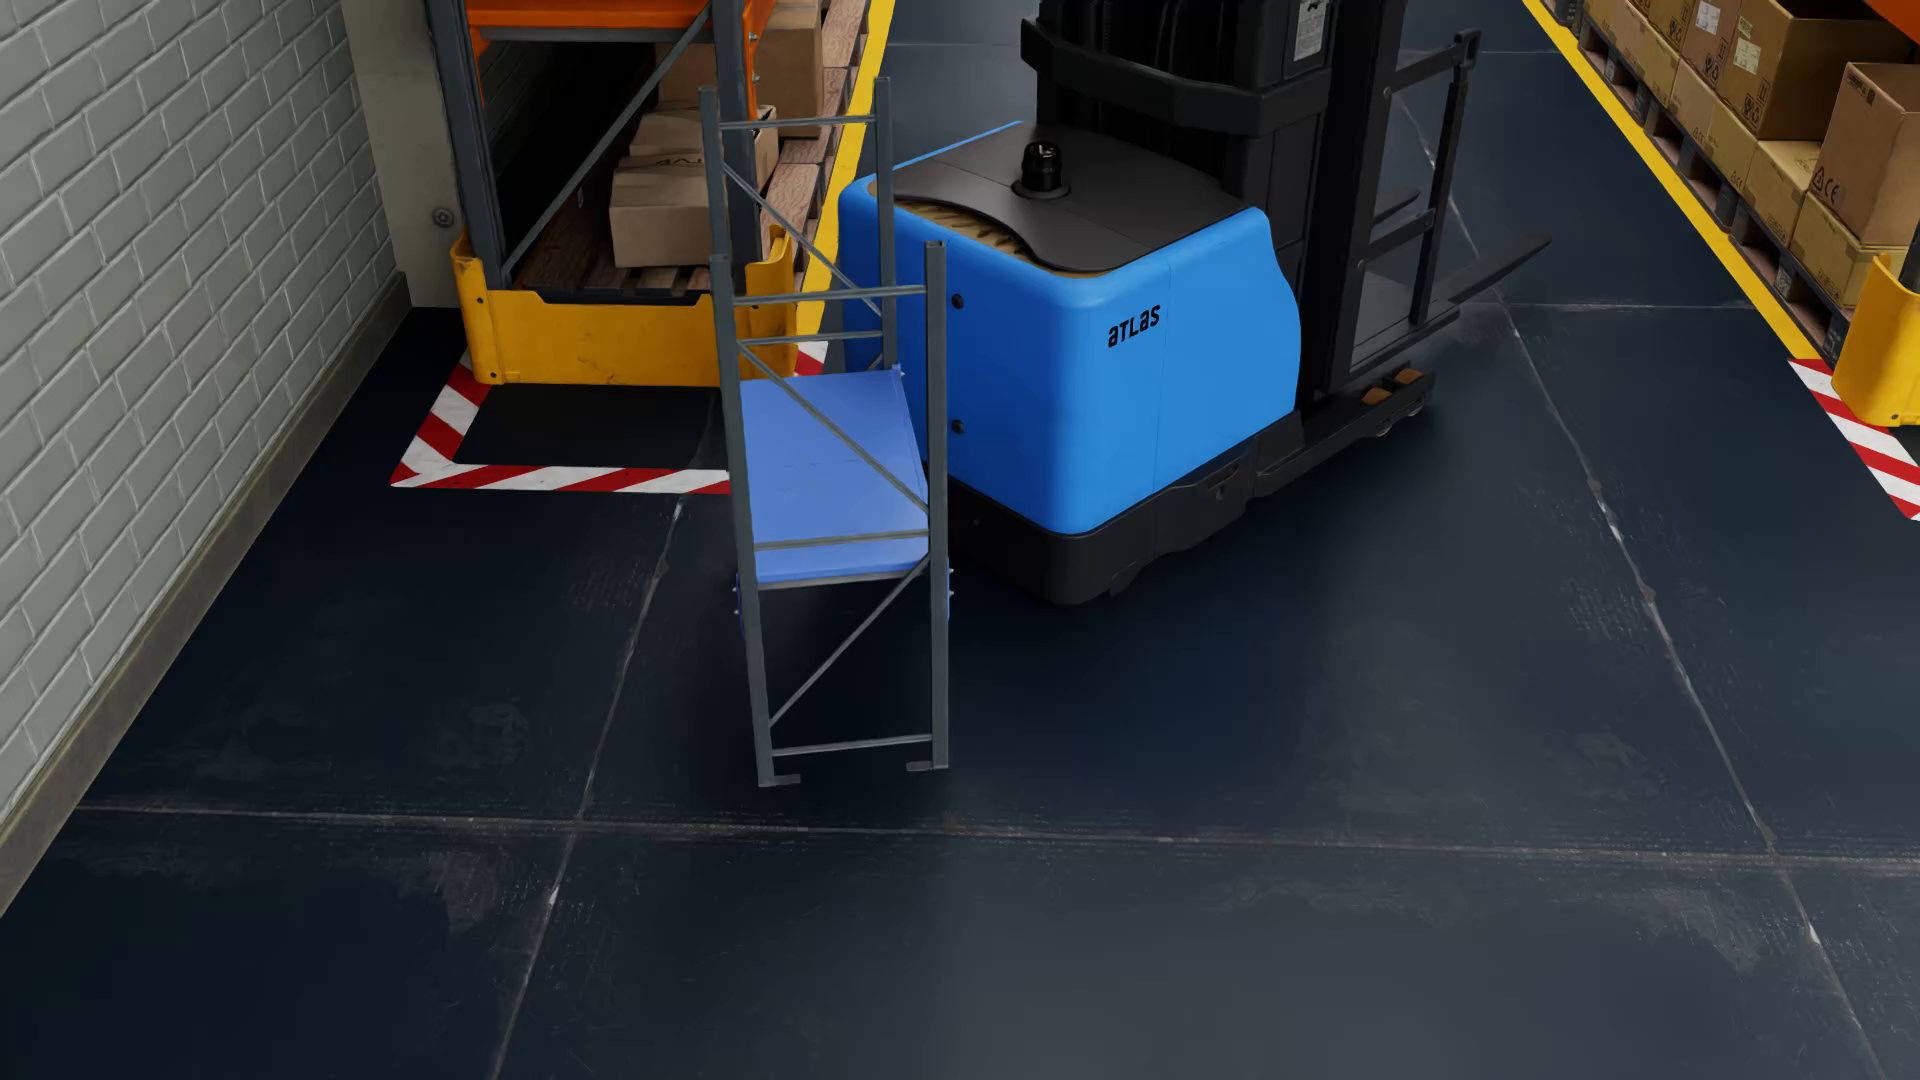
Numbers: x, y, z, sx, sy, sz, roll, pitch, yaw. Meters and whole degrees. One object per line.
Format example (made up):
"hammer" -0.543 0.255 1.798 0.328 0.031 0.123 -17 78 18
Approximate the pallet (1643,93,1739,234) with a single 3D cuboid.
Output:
"pallet" 3.791 -1.724 7.519 1.003 0.211 1.213 1 35 2

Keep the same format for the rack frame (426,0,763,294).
"rack frame" -1.200 -1.838 5.256 1.000 3.000 0.127 1 35 2

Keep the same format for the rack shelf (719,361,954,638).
"rack shelf" -0.355 -0.139 4.457 0.538 0.185 1.000 -5 35 -7

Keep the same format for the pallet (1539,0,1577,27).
"pallet" 3.901 -3.307 9.772 1.003 0.211 1.213 1 35 2

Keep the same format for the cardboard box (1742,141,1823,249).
"cardboard box" 3.484 -1.375 6.624 0.500 0.250 0.500 1 35 2

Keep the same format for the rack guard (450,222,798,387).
"rack guard" -1.197 -0.859 6.037 1.175 0.500 0.348 1 35 2

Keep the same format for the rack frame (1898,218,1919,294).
"rack frame" 3.750 -1.725 5.096 1.000 3.000 0.127 1 35 2

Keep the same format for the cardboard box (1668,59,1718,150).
"cardboard box" 3.524 -1.949 7.441 0.500 0.250 0.500 1 35 2

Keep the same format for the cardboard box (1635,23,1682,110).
"cardboard box" 3.539 -2.237 7.850 0.500 0.250 0.500 1 35 2

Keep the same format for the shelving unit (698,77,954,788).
"shelving unit" -0.355 -0.286 4.353 0.538 1.500 1.048 -5 35 -7

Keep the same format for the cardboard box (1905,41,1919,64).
"cardboard box" 4.019 -1.957 6.800 0.500 0.500 0.500 1 35 2

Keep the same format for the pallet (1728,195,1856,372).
"pallet" 3.739 -1.025 6.525 1.003 0.211 1.213 1 35 2

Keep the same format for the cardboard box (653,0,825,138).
"cardboard box" -0.980 -2.138 7.475 0.700 0.500 0.500 -1 35 -1

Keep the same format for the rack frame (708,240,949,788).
"rack frame" -0.279 0.003 3.942 0.500 1.500 0.032 -5 35 -7

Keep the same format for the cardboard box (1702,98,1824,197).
"cardboard box" 3.503 -1.662 7.032 0.500 0.250 0.500 1 35 2

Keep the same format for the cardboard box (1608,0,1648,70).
"cardboard box" 3.564 -2.524 8.259 0.500 0.250 0.500 1 35 2

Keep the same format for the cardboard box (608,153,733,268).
"cardboard box" -1.082 -1.313 6.465 0.500 0.311 0.500 -2 35 -3

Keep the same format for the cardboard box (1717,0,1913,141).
"cardboard box" 3.500 -1.969 6.817 0.500 0.500 0.500 1 35 2

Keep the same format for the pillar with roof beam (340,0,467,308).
"pillar with roof beam" 2.265 -4.615 3.990 9.100 9.000 0.400 1 35 2

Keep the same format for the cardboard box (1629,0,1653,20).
"cardboard box" 3.567 -2.831 8.043 0.500 0.500 0.500 1 35 2

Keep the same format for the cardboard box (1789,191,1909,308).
"cardboard box" 3.476 -1.087 6.214 0.500 0.250 0.500 1 35 2

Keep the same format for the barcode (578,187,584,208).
"barcode" -1.481 -1.336 6.491 0.001 0.075 0.075 1 35 2

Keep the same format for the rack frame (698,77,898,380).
"rack frame" -0.430 -0.575 4.764 0.500 1.500 0.032 -5 35 -7

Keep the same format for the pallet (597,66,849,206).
"pallet" -1.077 -1.906 7.778 1.003 0.211 1.213 1 35 2

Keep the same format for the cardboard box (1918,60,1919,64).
"cardboard box" 4.012 -1.669 6.391 0.500 0.500 0.500 1 35 2

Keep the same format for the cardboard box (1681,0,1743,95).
"cardboard box" 3.521 -2.256 7.226 0.500 0.500 0.500 1 35 2

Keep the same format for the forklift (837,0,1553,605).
"forklift" 1.030 -1.749 5.190 3.031 2.935 1.130 -29 45 -35

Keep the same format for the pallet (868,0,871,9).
"pallet" -1.009 -3.442 9.964 1.003 0.211 1.213 1 35 2

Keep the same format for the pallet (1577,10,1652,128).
"pallet" 3.837 -2.427 8.519 1.003 0.211 1.213 1 35 2

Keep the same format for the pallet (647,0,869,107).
"pallet" -1.031 -2.608 8.778 1.003 0.211 1.213 1 35 2

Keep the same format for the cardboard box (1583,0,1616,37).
"cardboard box" 3.589 -2.811 8.667 0.500 0.250 0.500 1 35 2

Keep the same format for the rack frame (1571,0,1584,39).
"rack frame" 3.911 -4.024 8.366 1.000 3.000 0.127 1 35 2

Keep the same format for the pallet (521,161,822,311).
"pallet" -1.129 -1.206 6.783 1.003 0.211 1.213 1 35 2

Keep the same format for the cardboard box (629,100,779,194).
"cardboard box" -1.059 -1.641 6.932 0.500 0.311 0.500 4 35 6

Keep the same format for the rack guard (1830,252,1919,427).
"rack guard" 3.749 -0.689 5.796 1.175 0.500 0.348 1 35 2

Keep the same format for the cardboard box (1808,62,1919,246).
"cardboard box" 3.474 -1.394 5.999 0.500 0.500 0.500 1 35 2

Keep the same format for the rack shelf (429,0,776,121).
"rack shelf" -1.120 -2.692 7.098 1.077 0.370 4.000 1 35 2

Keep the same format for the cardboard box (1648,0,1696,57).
"cardboard box" 3.539 -2.544 7.634 0.500 0.500 0.500 1 35 2
